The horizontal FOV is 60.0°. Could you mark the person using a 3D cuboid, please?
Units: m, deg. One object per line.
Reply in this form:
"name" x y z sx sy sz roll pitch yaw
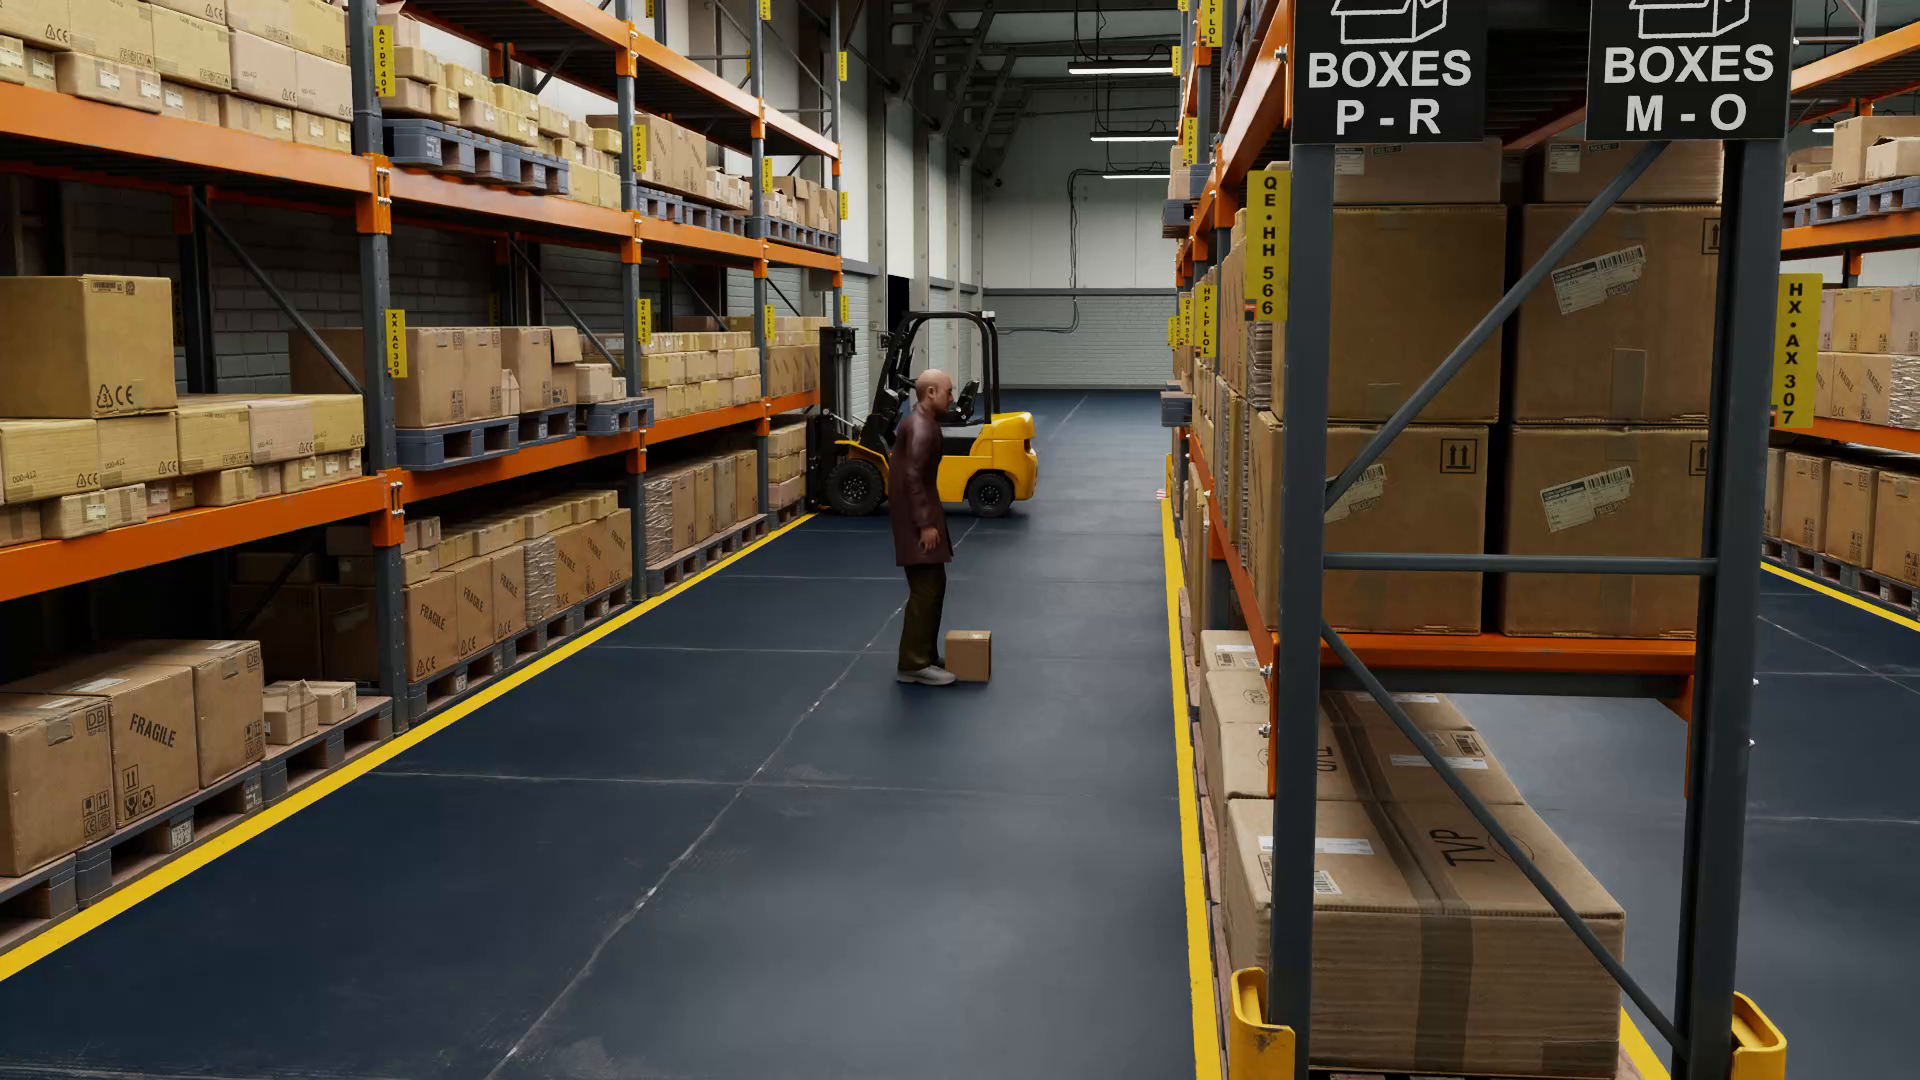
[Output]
"person" -0.200 -0.091 9.544 0.428 1.773 0.650 0 7 3
